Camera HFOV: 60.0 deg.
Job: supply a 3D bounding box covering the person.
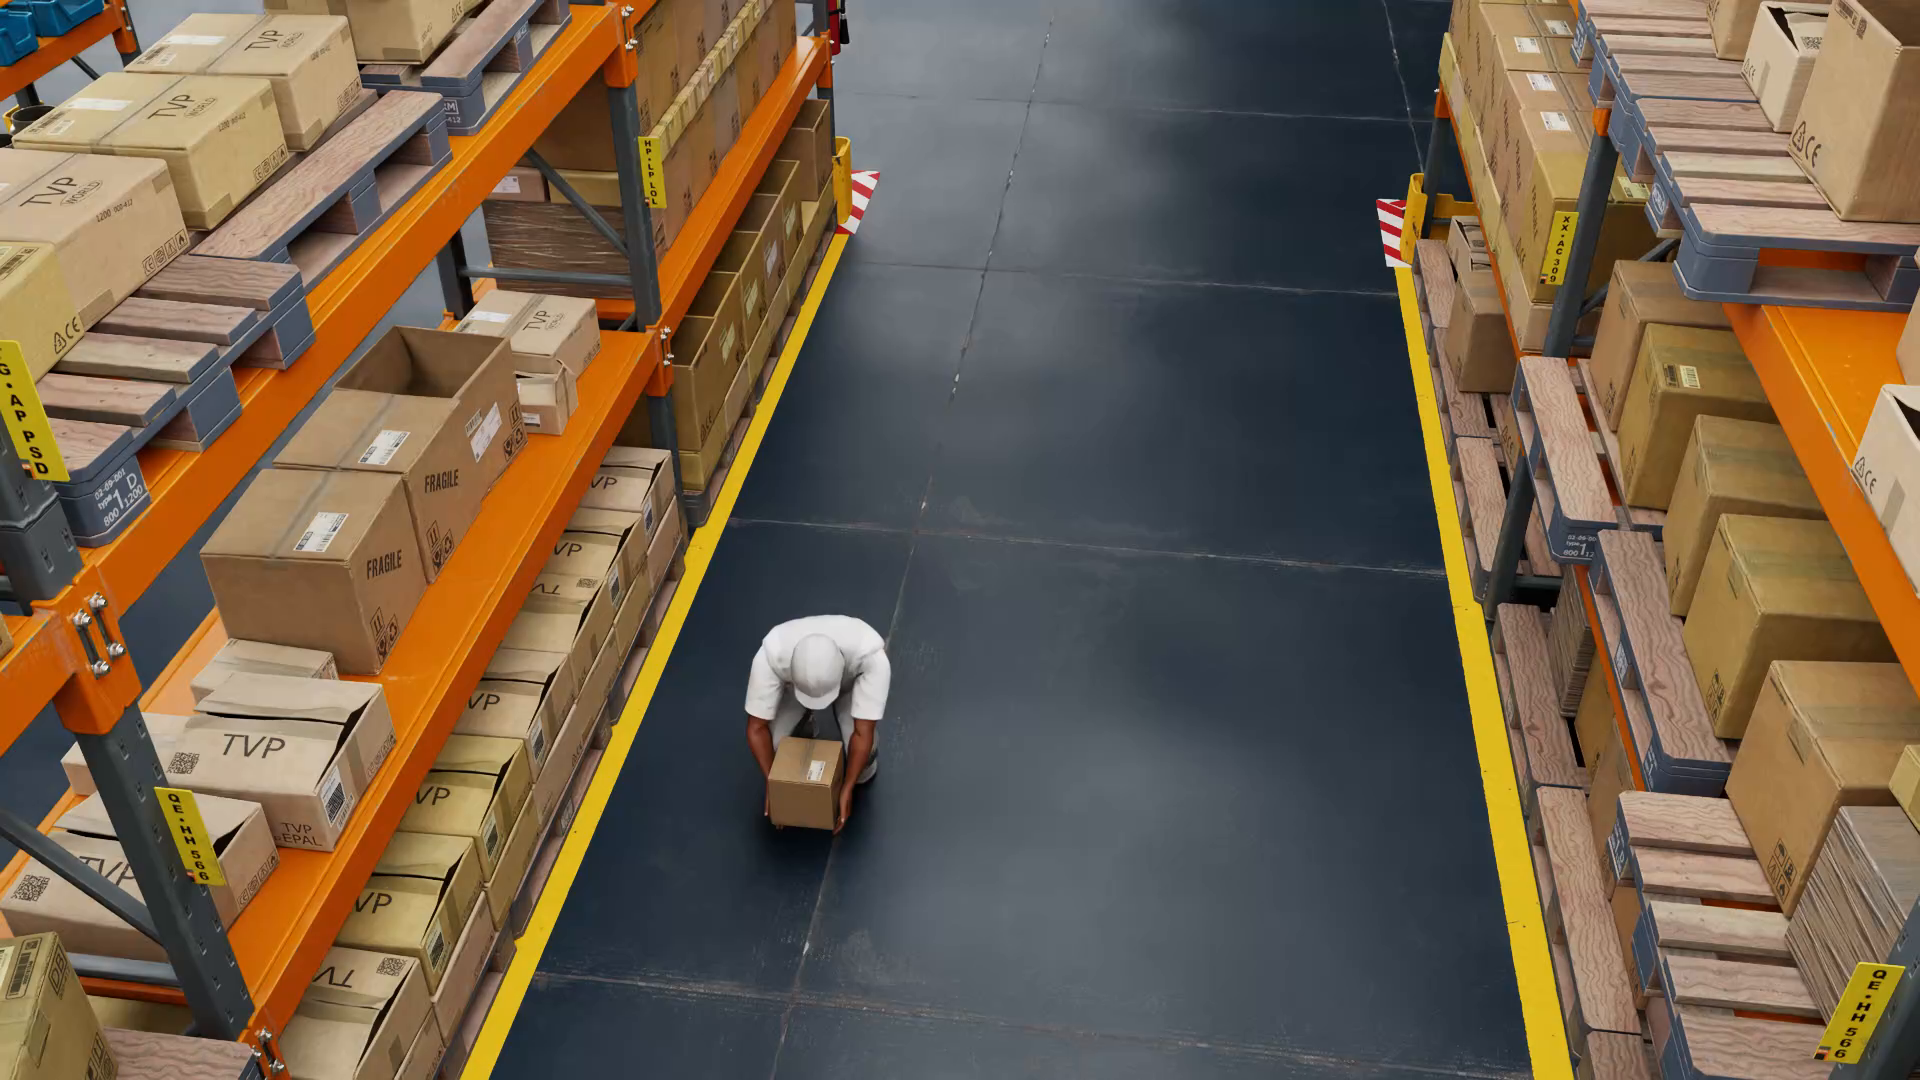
[{"bbox_3d":[-0.560,0.639,6.803,0.577,0.996,0.884,4,36,6],"label":"person"}]
